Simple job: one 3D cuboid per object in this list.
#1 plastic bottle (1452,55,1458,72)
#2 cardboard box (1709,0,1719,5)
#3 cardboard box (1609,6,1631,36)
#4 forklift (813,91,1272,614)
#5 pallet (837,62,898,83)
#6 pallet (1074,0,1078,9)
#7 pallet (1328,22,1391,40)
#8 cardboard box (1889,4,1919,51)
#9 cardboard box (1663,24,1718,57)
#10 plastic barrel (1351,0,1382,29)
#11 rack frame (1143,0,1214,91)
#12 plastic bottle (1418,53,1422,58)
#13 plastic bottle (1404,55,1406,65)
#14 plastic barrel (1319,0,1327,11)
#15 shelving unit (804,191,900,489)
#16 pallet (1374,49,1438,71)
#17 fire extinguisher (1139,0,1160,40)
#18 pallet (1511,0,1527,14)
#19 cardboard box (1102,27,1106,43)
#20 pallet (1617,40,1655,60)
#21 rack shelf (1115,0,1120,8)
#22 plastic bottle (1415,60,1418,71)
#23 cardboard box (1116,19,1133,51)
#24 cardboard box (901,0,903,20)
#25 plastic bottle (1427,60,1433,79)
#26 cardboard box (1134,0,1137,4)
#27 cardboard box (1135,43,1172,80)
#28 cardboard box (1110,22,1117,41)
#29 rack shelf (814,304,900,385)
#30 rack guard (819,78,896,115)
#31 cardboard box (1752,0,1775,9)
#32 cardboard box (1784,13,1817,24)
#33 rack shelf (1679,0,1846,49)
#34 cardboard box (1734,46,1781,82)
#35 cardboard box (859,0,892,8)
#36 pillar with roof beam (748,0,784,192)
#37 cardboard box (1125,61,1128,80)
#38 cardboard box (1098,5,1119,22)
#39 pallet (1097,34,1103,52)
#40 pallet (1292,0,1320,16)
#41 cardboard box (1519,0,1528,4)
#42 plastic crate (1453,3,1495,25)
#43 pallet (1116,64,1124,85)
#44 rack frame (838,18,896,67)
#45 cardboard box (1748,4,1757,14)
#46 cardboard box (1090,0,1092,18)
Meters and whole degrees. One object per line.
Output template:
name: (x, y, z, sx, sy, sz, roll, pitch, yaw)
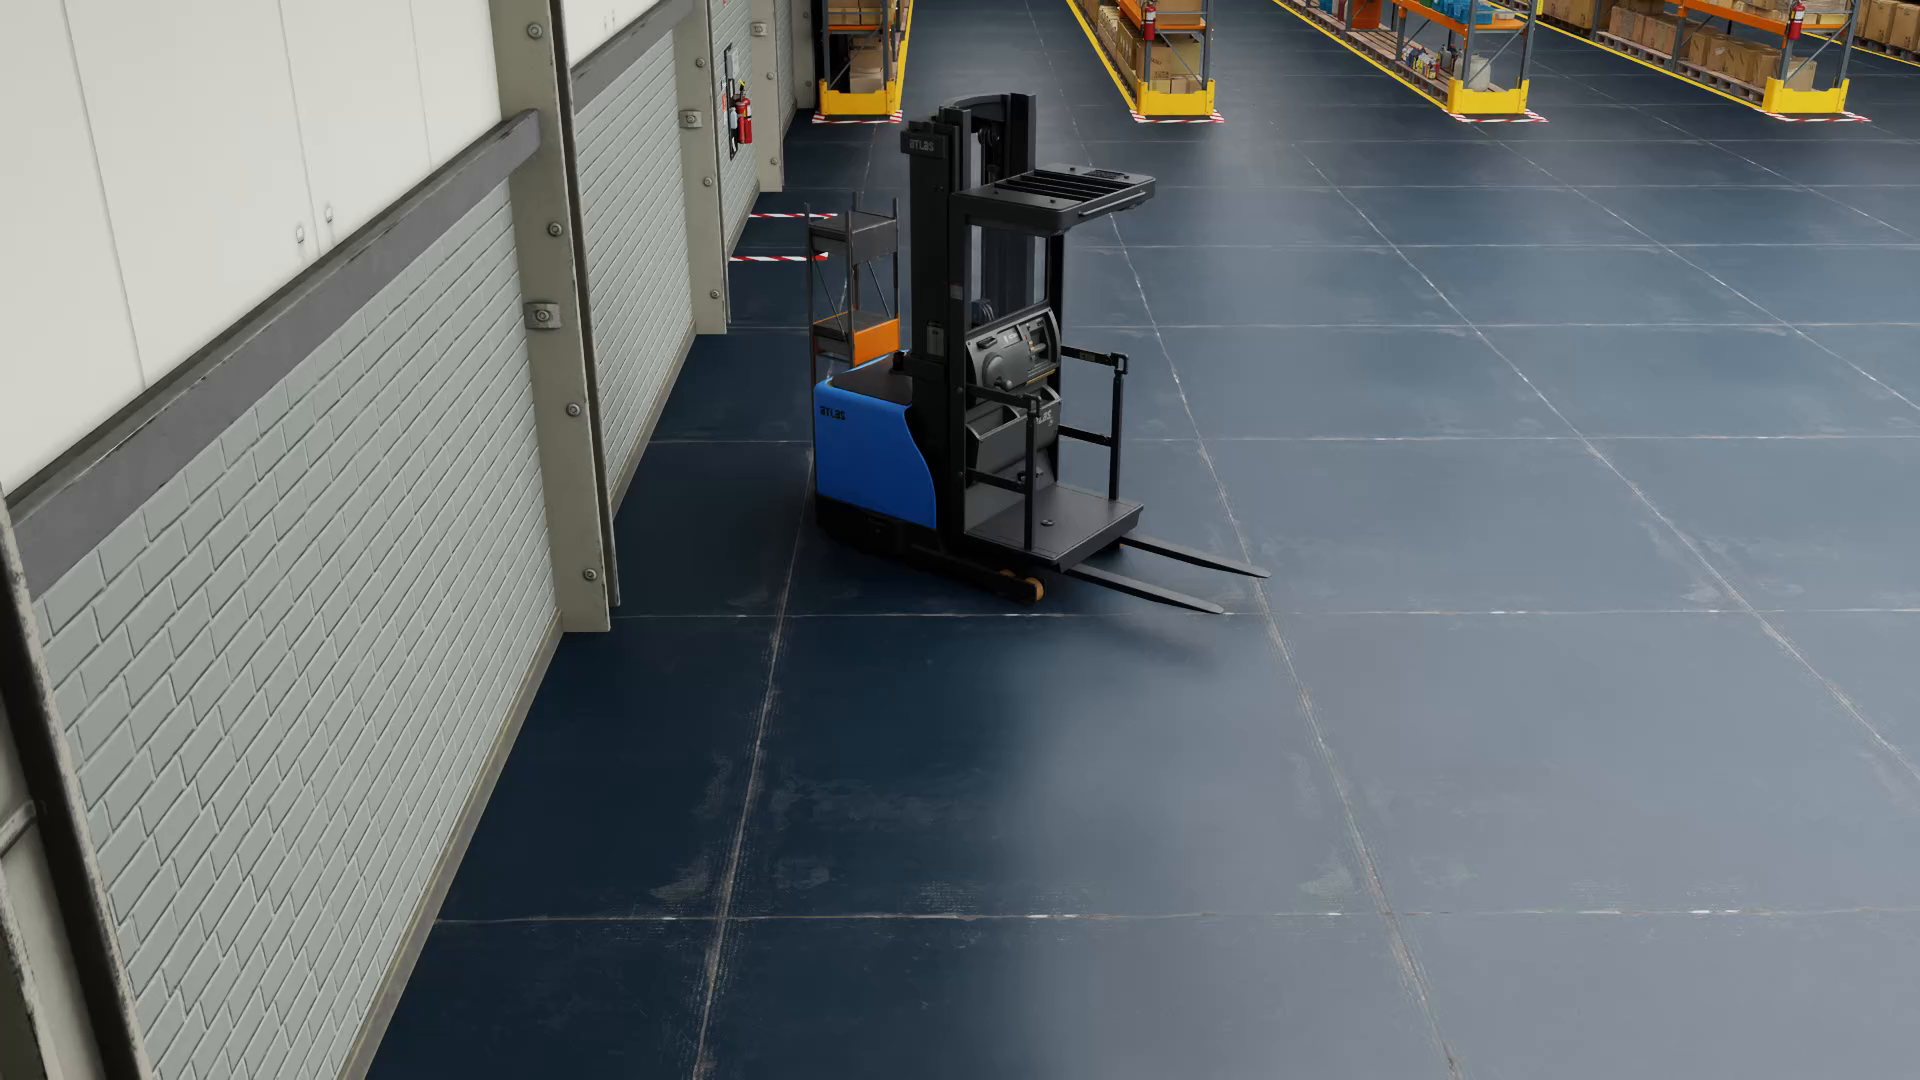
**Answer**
plastic bottle: (8.456, -8.140, 28.370, 0.061, 0.283, 0.133, 0, 24, -1)
cardboard box: (12.912, -9.127, 28.094, 0.380, 0.149, 0.250, 0, 24, -1)
cardboard box: (13.201, -10.177, 32.611, 0.700, 0.500, 0.500, -2, 24, -3)
forklift: (0.507, -1.181, 10.305, 3.031, 2.935, 1.130, 17, 29, 33)
pallet: (-1.599, -8.129, 28.968, 1.003, 0.211, 1.213, 0, 24, -1)
pallet: (3.201, -12.513, 38.661, 1.003, 0.211, 1.213, 0, 24, -1)
pallet: (8.170, -10.423, 34.040, 1.003, 0.211, 1.213, 0, 24, -1)
cardboard box: (18.074, -9.543, 30.930, 1.050, 0.750, 0.750, 0, 24, -1)
cardboard box: (13.232, -9.058, 30.136, 0.700, 0.500, 0.500, -2, 24, -5)
plastic barrel: (8.198, -10.773, 33.554, 0.600, 0.830, 0.708, 0, 24, -1)
rack frame: (3.355, -8.052, 25.413, 1.000, 3.000, 0.127, 0, 24, -1)
plastic bottle: (7.899, -8.205, 28.530, 0.097, 0.271, 0.097, 0, 24, 0)
plastic bottle: (7.832, -8.429, 29.109, 0.097, 0.201, 0.097, 0, 24, 0)
plastic barrel: (8.166, -12.028, 36.242, 0.600, 0.901, 0.708, 0, 24, -1)
shelving unit: (-0.733, -1.328, 11.638, 0.431, 2.100, 0.503, 18, 30, 34)
pallet: (8.217, -8.774, 30.393, 1.003, 0.211, 1.213, 0, 24, -1)
fire extinguisher: (2.892, -7.966, 25.317, 0.296, 0.674, 0.183, 0, 24, -1)
pallet: (13.200, -12.083, 37.709, 1.003, 0.211, 1.213, 0, 24, -1)
cardboard box: (2.998, -9.648, 31.770, 0.500, 0.250, 0.500, -1, 24, -2)
pallet: (13.191, -9.297, 31.551, 1.003, 0.211, 1.213, 0, 24, -1)
rack shelf: (3.289, -10.196, 31.028, 1.077, 0.370, 4.000, 0, 24, -1)
plastic bottle: (7.840, -8.117, 28.419, 0.097, 0.201, 0.097, 0, 24, 0)
cardboard box: (3.003, -8.788, 28.957, 0.500, 0.500, 0.500, 0, 24, -1)
cardboard box: (-1.566, -11.201, 34.475, 0.750, 0.750, 0.750, 0, 24, -1)
plastic bottle: (7.830, -7.838, 27.703, 0.061, 0.283, 0.133, 0, 24, 1)
cardboard box: (3.335, -9.345, 28.152, 0.700, 0.500, 0.500, -1, 24, -1)
cardboard box: (3.051, -7.552, 26.224, 0.500, 0.500, 0.500, 0, 24, -1)
cardboard box: (3.008, -9.274, 30.262, 0.500, 0.311, 0.500, 0, 24, 1)
rack shelf: (-0.733, -1.315, 11.644, 0.431, 0.518, 0.480, 18, 30, 34)
rack guard: (-1.599, -6.920, 25.945, 1.175, 0.500, 0.348, 0, 24, -1)
cardboard box: (13.157, -8.708, 26.382, 0.875, 0.500, 0.500, 0, 24, -1)
cardboard box: (13.051, -8.097, 25.817, 0.380, 0.149, 0.250, 0, 24, -1)
rack shelf: (13.239, -8.591, 27.478, 1.077, 0.370, 4.000, 0, 24, -1)
cardboard box: (13.242, -7.909, 27.620, 0.500, 0.500, 0.500, 2, 24, 4)
cardboard box: (-1.303, -8.509, 25.670, 0.500, 0.500, 0.500, 0, 24, 0)
pillar with roof beam: (1.899, -8.593, 19.329, 9.100, 9.000, 0.400, 0, 24, -1)
cardboard box: (3.025, -7.828, 27.745, 0.500, 0.250, 0.500, 0, 24, -1)
cardboard box: (2.980, -10.325, 32.586, 0.500, 0.311, 0.500, 1, 24, 1)
pallet: (3.238, -9.738, 32.526, 1.003, 0.211, 1.213, 0, 24, -1)
pallet: (8.130, -12.050, 37.636, 1.003, 0.211, 1.213, 0, 24, -1)
cardboard box: (13.202, -12.535, 37.394, 0.875, 0.875, 0.875, 0, 24, -1)
plastic crate: (8.003, -8.210, 25.942, 0.499, 0.251, 0.616, 0, 24, -1)
pallet: (3.278, -8.102, 28.907, 1.003, 0.211, 1.213, 0, 24, -1)
rack frame: (-1.642, -9.676, 29.005, 1.000, 3.000, 0.127, 0, 24, -1)
cardboard box: (13.021, -8.612, 26.956, 0.380, 0.149, 0.250, 0, 24, -1)
cardboard box: (3.005, -11.224, 34.925, 0.500, 0.500, 0.500, -1, 24, -3)
